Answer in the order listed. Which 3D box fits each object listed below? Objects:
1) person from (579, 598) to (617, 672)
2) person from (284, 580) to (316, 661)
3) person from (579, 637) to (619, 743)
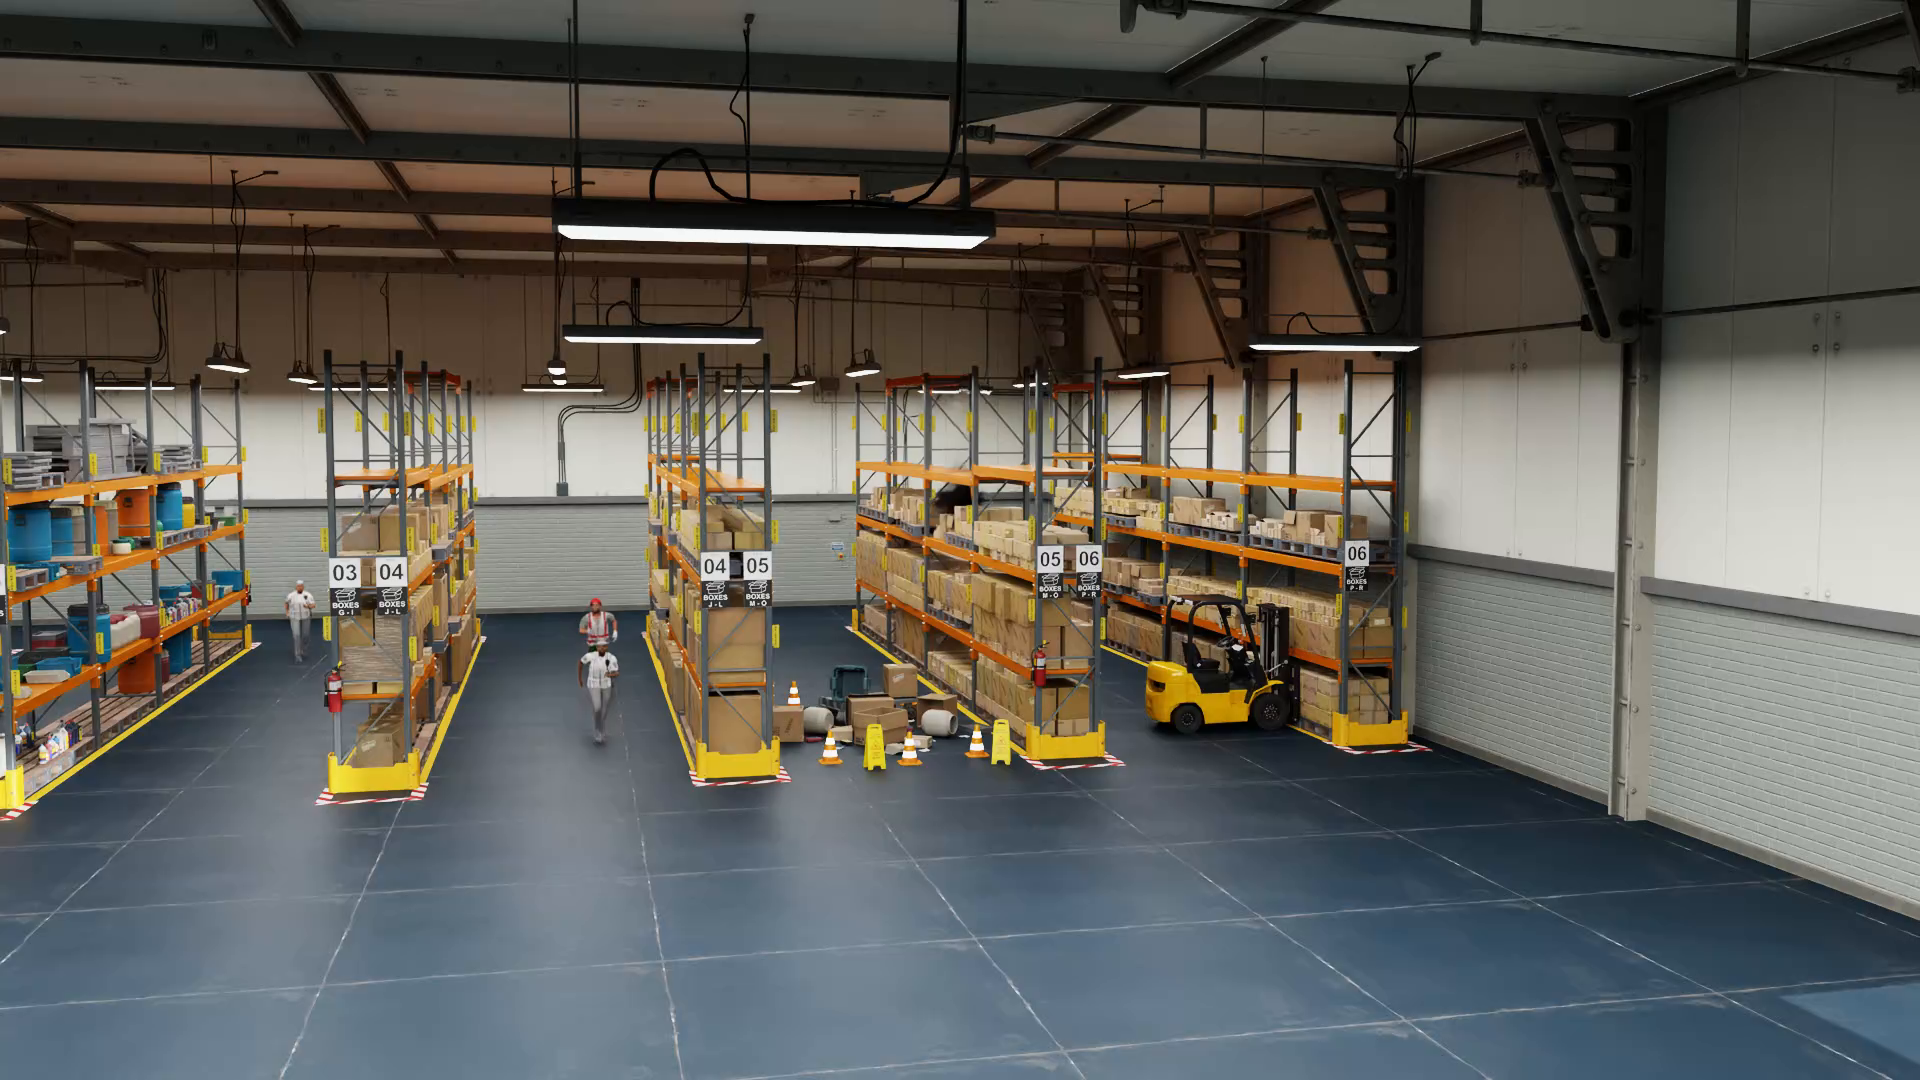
[{"bbox_3d":[-6.689,1.972,30.769,0.672,1.835,0.919,-1,4,-10],"label":"person"},{"bbox_3d":[-14.040,1.691,35.400,0.601,1.672,0.927,-2,4,-26],"label":"person"},{"bbox_3d":[-5.674,2.341,26.159,0.603,1.677,0.797,-1,4,-17],"label":"person"}]
